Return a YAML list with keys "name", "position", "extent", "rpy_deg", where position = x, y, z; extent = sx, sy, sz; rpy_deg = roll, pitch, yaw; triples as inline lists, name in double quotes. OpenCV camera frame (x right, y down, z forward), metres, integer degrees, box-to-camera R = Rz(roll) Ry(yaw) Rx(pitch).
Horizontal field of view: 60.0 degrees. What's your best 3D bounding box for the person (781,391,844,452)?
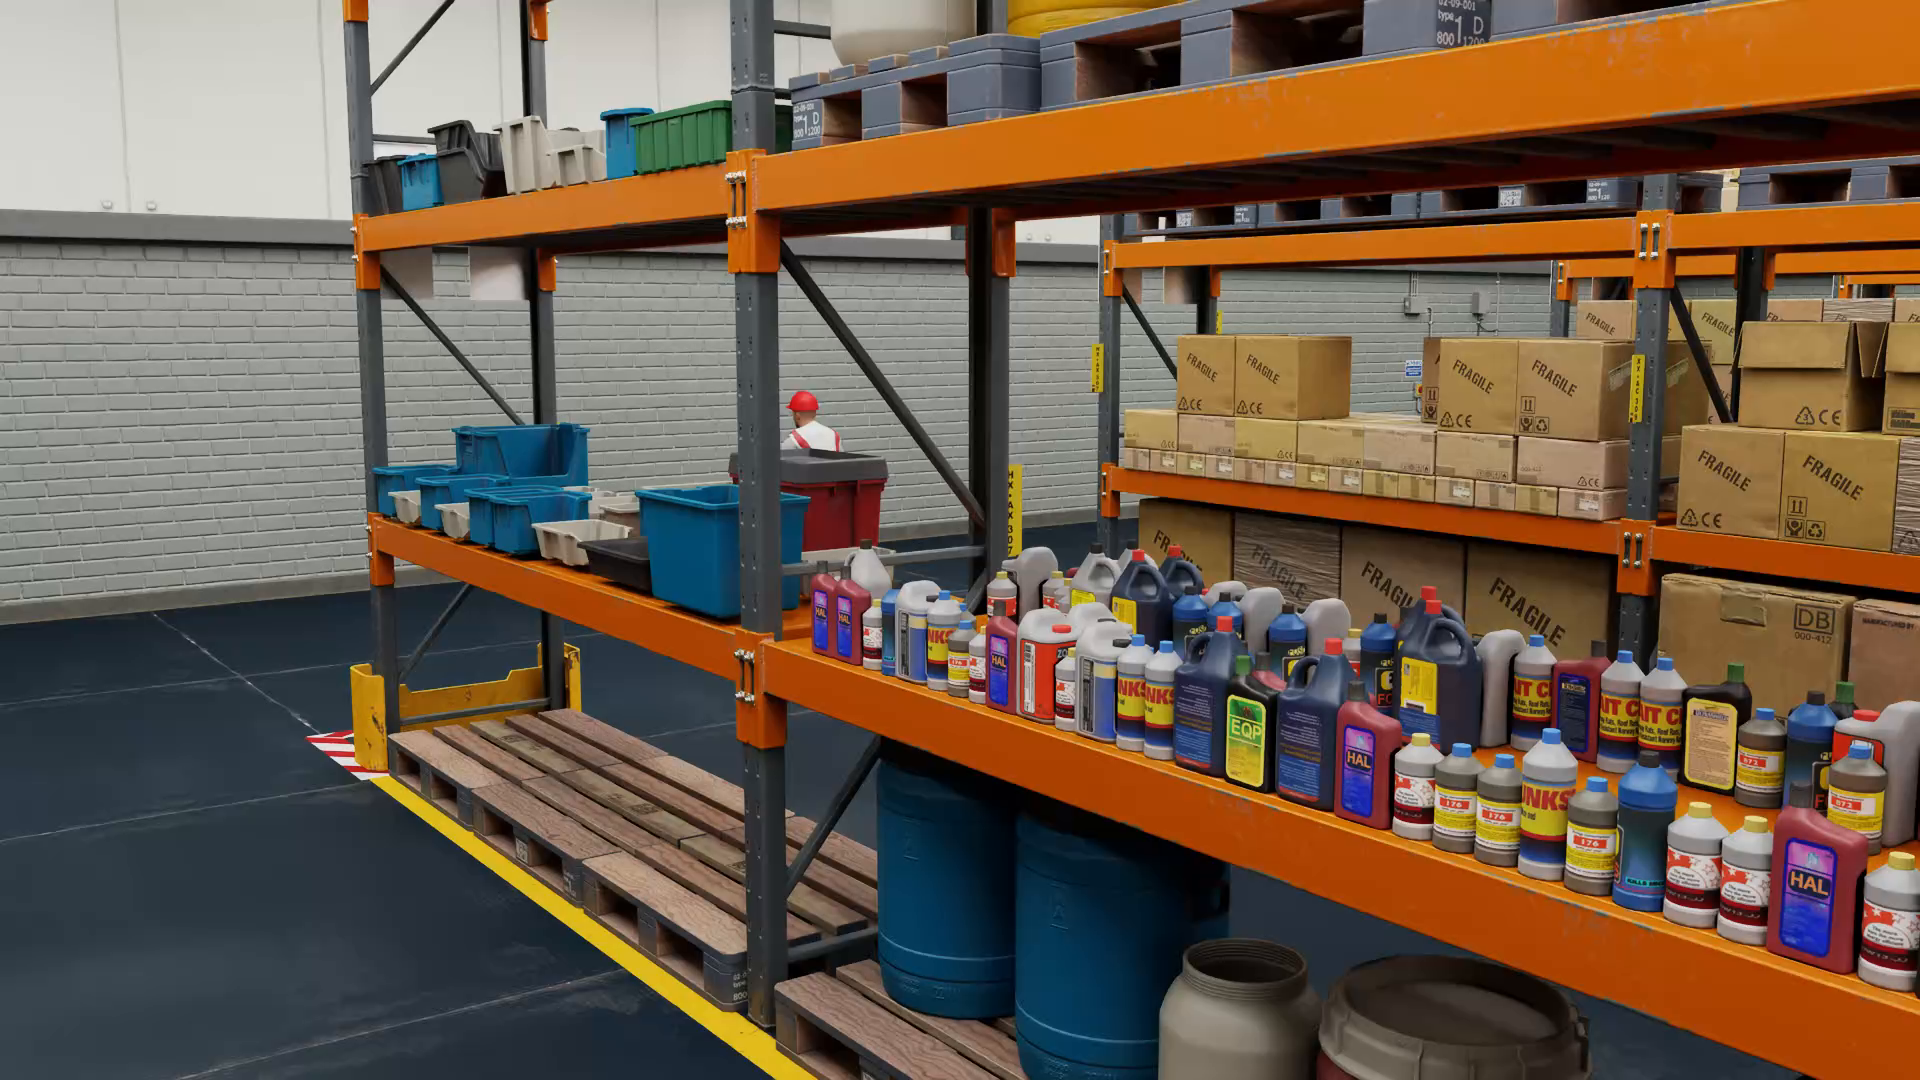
- name: "person"
  position: [-1.094, -0.208, 12.284]
  extent: [0.621, 1.781, 0.445]
  rpy_deg: [-6, 10, -39]
